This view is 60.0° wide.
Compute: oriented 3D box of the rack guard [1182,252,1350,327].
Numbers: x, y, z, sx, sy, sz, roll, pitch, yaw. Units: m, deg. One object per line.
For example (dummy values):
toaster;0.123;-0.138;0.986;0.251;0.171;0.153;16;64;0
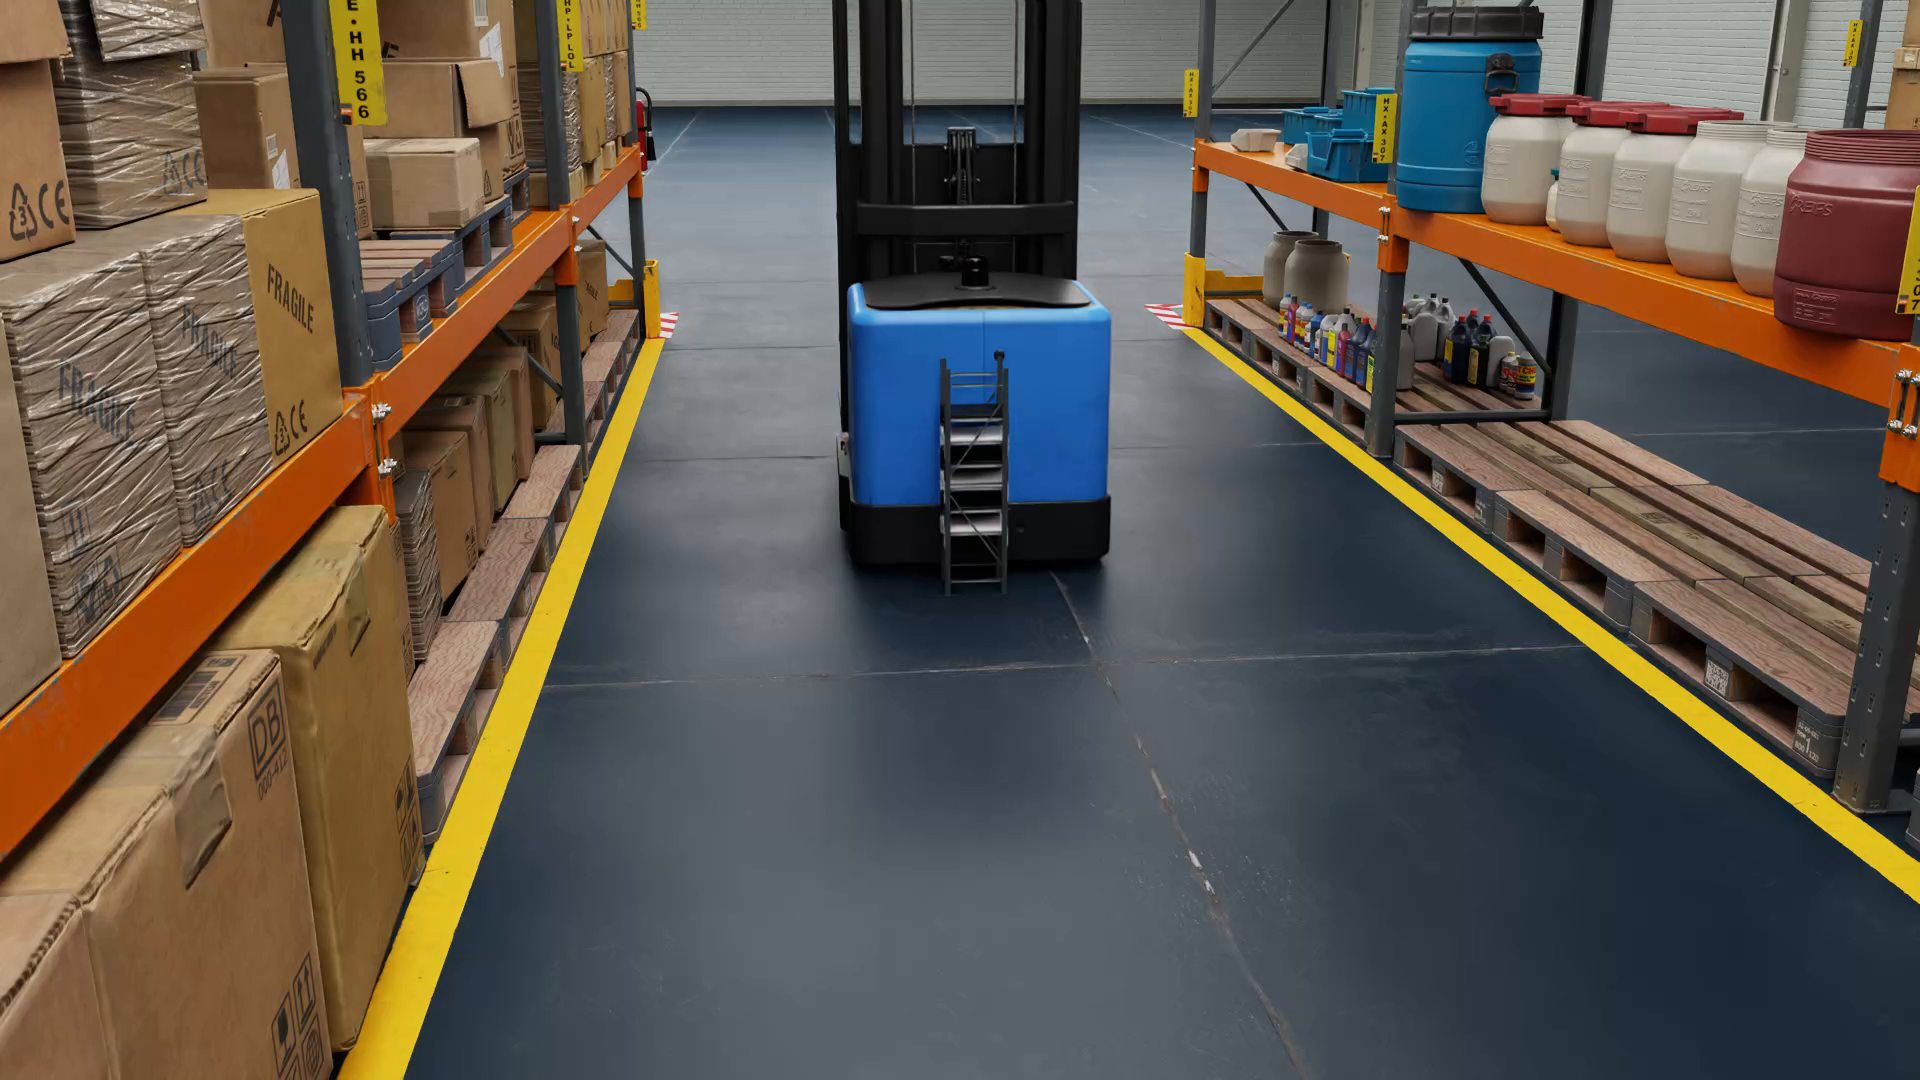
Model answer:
rack guard;2.248;-1.853;12.245;1.175;0.500;0.348;-2;18;-6

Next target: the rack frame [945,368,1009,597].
rack frame;0.063;-0.211;6.348;0.240;0.900;0.006;-1;17;-5

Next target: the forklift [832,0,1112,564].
forklift;-0.034;-1.696;7.687;1.130;2.935;3.031;-1;17;-5

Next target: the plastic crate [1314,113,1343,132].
plastic crate;2.604;-2.663;10.898;0.499;0.251;0.408;-2;18;-6

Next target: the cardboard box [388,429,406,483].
cardboard box;-2.071;-0.262;5.191;0.500;0.250;0.500;0;17;1

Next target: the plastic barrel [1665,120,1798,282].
plastic barrel;2.657;-1.162;5.685;0.421;0.512;0.421;0;17;0

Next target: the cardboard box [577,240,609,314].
cardboard box;-2.685;-1.735;11.168;0.500;0.500;0.500;1;17;5

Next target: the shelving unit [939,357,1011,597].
shelving unit;0.054;-0.242;6.444;0.258;0.900;0.210;-1;17;-5

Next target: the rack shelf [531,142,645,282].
rack shelf;-2.526;-1.975;9.661;1.077;0.370;4.000;-2;18;-6

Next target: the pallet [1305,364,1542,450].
pallet;2.579;-0.746;9.202;1.003;0.211;1.213;-2;18;-6

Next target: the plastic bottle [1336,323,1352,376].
plastic bottle;2.175;-1.077;9.399;0.061;0.283;0.133;-1;17;-2

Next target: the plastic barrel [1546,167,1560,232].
plastic barrel;2.590;-1.410;6.892;0.301;0.262;0.301;0;17;0

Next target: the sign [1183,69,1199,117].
sign;1.646;-3.183;11.847;0.100;0.325;0.005;-2;18;-6

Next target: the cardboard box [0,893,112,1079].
cardboard box;-1.674;1.018;1.772;1.225;0.875;0.875;-2;18;-8

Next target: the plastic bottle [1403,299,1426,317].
plastic bottle;2.818;-1.368;10.339;0.152;0.276;0.135;-2;18;-5

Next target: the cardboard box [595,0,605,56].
cardboard box;-2.280;-2.977;9.320;0.500;0.500;0.500;-2;18;-6

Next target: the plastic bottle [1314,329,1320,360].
plastic bottle;2.148;-1.169;9.831;0.097;0.201;0.097;0;17;0

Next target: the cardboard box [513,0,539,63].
cardboard box;-2.114;-2.531;7.898;0.500;0.500;0.500;-2;18;-6

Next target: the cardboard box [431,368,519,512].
cardboard box;-2.248;-0.413;6.924;0.700;0.500;0.500;-2;18;-6

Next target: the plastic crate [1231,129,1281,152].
plastic crate;1.966;-2.665;11.097;0.298;0.136;0.250;-2;18;-6

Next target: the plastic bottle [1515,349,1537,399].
plastic bottle;3.010;-0.892;8.831;0.097;0.271;0.097;0;17;0

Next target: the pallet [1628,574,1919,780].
pallet;2.978;0.415;5.503;1.003;0.211;1.213;-2;18;-6

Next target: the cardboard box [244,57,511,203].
cardboard box;-2.050;-1.458;5.941;0.797;0.503;0.637;0;17;0

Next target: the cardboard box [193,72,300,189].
cardboard box;-2.003;-0.938;4.290;0.500;0.500;0.500;-4;18;-12

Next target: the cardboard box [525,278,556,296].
cardboard box;-2.530;-1.203;9.474;0.500;0.500;0.500;-3;18;-11

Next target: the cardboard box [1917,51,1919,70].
cardboard box;6.977;-3.374;11.666;0.380;0.149;0.250;-2;18;-7

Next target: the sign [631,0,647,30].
sign;-2.179;-3.628;11.266;0.100;0.325;0.005;-2;18;-6

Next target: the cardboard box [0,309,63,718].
cardboard box;-1.456;0.016;1.951;0.500;0.500;0.500;-1;17;-5

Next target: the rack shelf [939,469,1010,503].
rack shelf;0.054;-0.210;6.454;0.258;0.077;0.200;-1;17;-5

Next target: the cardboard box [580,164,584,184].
cardboard box;-2.109;-1.824;8.399;0.380;0.149;0.250;-2;18;-6

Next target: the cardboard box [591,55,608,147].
cardboard box;-2.484;-2.494;9.450;0.875;0.500;0.500;-2;18;-6

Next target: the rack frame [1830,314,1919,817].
rack frame;3.019;-0.684;4.346;1.000;3.000;0.127;-2;18;-6

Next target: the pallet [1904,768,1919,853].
pallet;3.142;0.881;4.020;1.003;0.211;1.213;-2;18;-6

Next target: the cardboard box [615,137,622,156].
cardboard box;-2.396;-2.568;10.769;0.380;0.149;0.250;-2;18;-6

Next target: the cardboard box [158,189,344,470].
cardboard box;-1.610;-0.439;3.400;0.500;0.500;0.500;-1;17;-4

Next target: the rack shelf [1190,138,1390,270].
rack shelf;2.400;-2.128;10.148;1.077;0.370;4.000;-2;18;-6

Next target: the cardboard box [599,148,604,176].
cardboard box;-2.211;-2.122;9.348;0.380;0.149;0.250;-2;18;-6

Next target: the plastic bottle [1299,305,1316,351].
plastic bottle;2.116;-1.293;10.110;0.097;0.271;0.097;0;17;0

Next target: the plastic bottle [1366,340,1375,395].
plastic bottle;2.229;-0.922;8.907;0.061;0.283;0.133;-1;17;-3

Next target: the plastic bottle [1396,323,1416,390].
plastic bottle;2.397;-1.009;9.070;0.144;0.351;0.185;-2;18;-6

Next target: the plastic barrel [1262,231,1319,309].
plastic barrel;2.338;-1.887;11.631;0.421;0.512;0.421;0;17;0

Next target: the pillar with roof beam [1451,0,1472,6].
pillar with roof beam;6.223;-13.071;33.788;9.100;9.000;0.400;-2;18;-6

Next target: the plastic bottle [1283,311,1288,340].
plastic bottle;2.081;-1.361;10.442;0.097;0.201;0.097;0;17;0

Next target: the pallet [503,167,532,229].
pallet;-2.386;-1.399;6.944;1.003;0.211;1.213;-2;18;-6

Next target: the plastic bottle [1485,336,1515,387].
plastic bottle;2.949;-0.990;9.134;0.152;0.276;0.135;-1;17;-4

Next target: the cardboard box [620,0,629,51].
cardboard box;-2.430;-3.424;10.744;0.500;0.500;0.500;-2;18;-6

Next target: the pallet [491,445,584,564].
pallet;-2.238;-0.160;7.334;1.003;0.211;1.213;-2;18;-6

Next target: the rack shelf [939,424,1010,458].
rack shelf;0.054;-0.382;6.400;0.258;0.077;0.200;-1;17;-5

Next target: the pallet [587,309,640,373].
pallet;-2.676;-1.318;11.022;1.003;0.211;1.213;-2;18;-6

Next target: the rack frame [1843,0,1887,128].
rack frame;7.121;-3.219;12.422;1.000;3.000;0.127;-2;18;-6

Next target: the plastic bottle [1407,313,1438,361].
plastic bottle;2.728;-1.210;9.835;0.152;0.276;0.135;-2;18;-6

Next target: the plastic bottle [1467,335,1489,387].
plastic bottle;2.843;-0.990;9.122;0.061;0.283;0.133;-2;18;-6

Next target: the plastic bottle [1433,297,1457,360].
plastic bottle;2.873;-1.258;9.863;0.144;0.351;0.185;-2;18;-6

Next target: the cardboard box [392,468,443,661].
cardboard box;-2.067;0.088;5.327;0.700;0.500;0.500;-3;18;-10
